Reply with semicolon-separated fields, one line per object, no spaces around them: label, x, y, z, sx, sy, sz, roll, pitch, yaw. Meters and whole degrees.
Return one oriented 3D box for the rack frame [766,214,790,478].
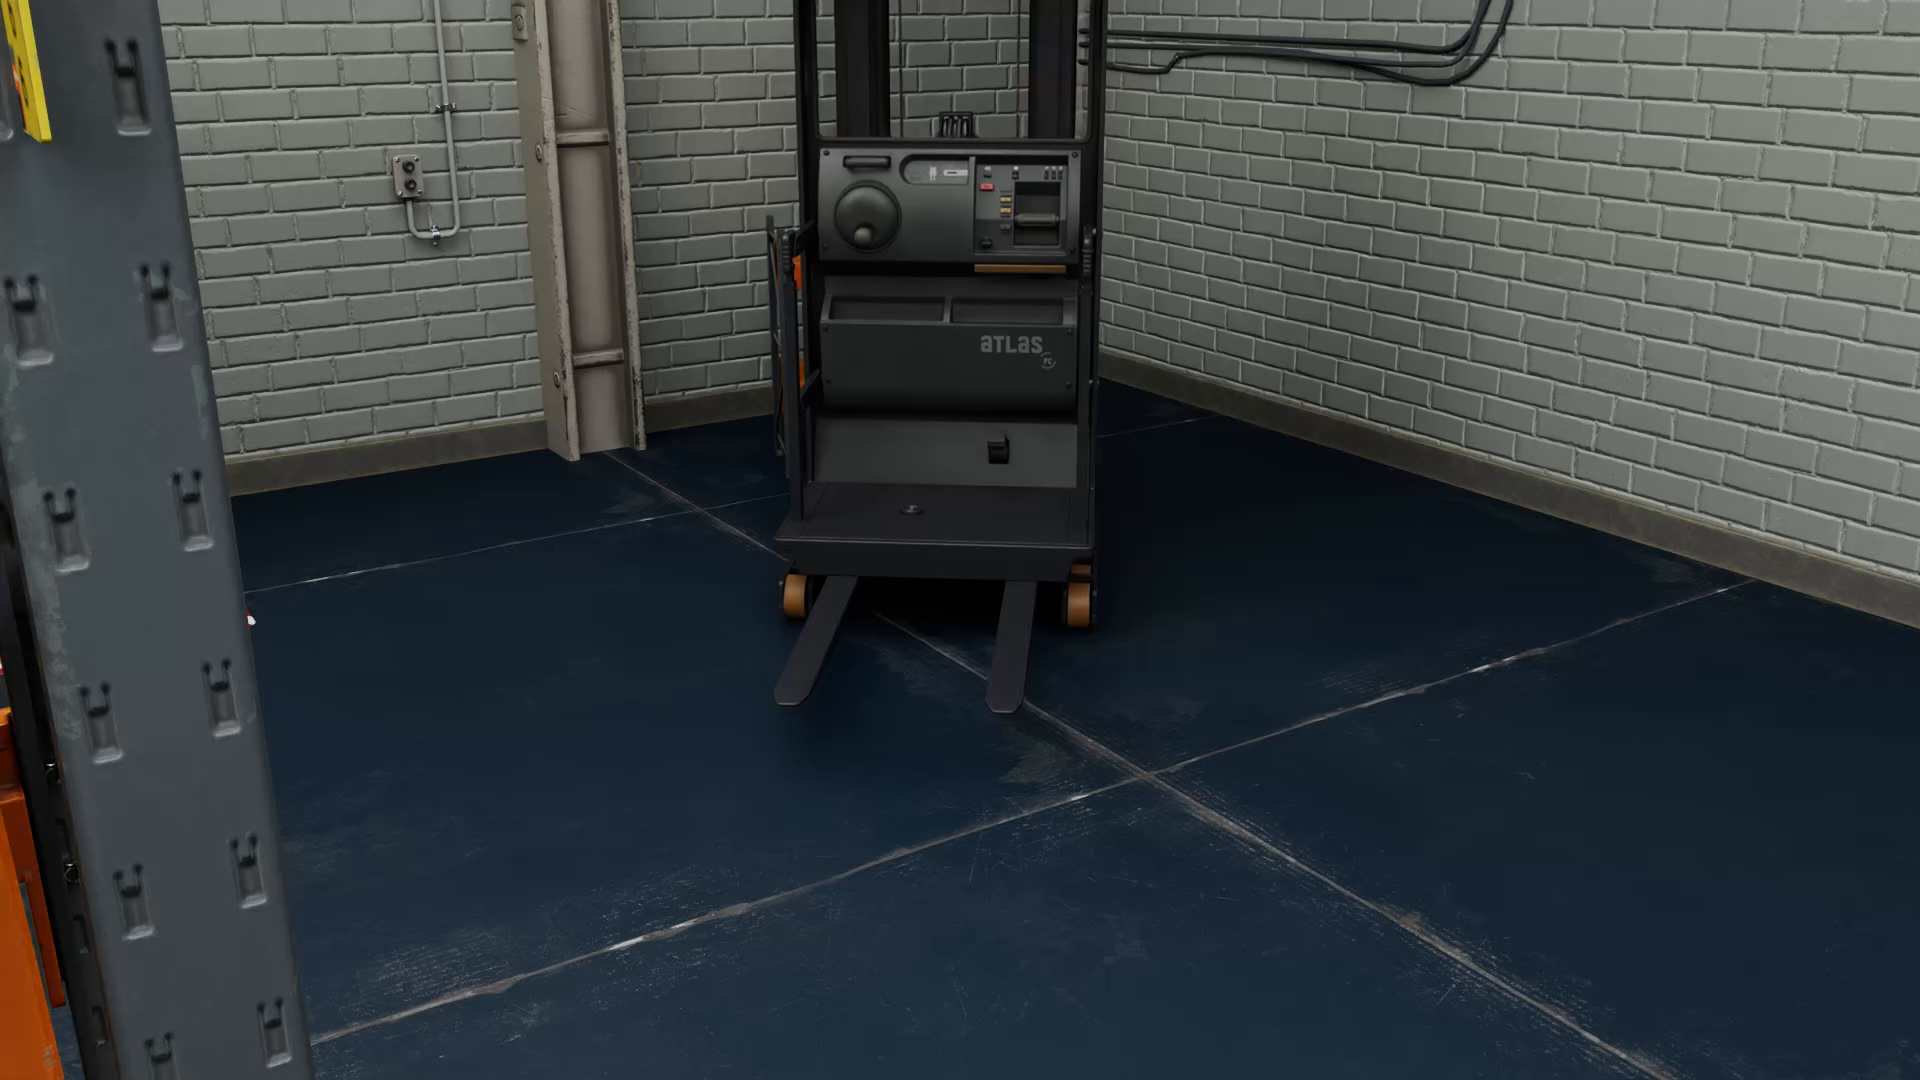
rack frame;-0.827;-0.893;7.628;0.032;1.125;0.500;-4;19;-12

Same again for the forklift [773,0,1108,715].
forklift;-0.054;-1.189;5.685;1.130;2.935;3.031;2;19;5

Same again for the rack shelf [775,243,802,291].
rack shelf;-0.331;-1.206;7.638;1.000;0.278;0.538;-4;19;-12

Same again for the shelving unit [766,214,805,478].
shelving unit;-0.331;-0.928;7.731;1.048;1.125;0.538;-4;19;-12

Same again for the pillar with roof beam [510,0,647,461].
pillar with roof beam;0.606;-3.559;3.221;0.400;9.000;9.100;-12;22;-31

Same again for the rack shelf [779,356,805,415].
rack shelf;-0.330;-0.697;7.810;1.000;0.278;0.538;-4;19;-12

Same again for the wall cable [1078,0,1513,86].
wall cable;1.379;-3.433;7.698;0.112;2.526;3.097;-12;22;-31

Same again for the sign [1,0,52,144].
sign;-0.525;-0.383;0.894;0.005;0.325;0.100;-12;22;-31

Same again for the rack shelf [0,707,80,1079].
rack shelf;-2.484;0.856;0.653;4.000;0.370;1.077;-12;22;-31

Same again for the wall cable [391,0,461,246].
wall cable;-2.992;-2.121;6.750;1.851;1.984;0.084;-12;22;-31
